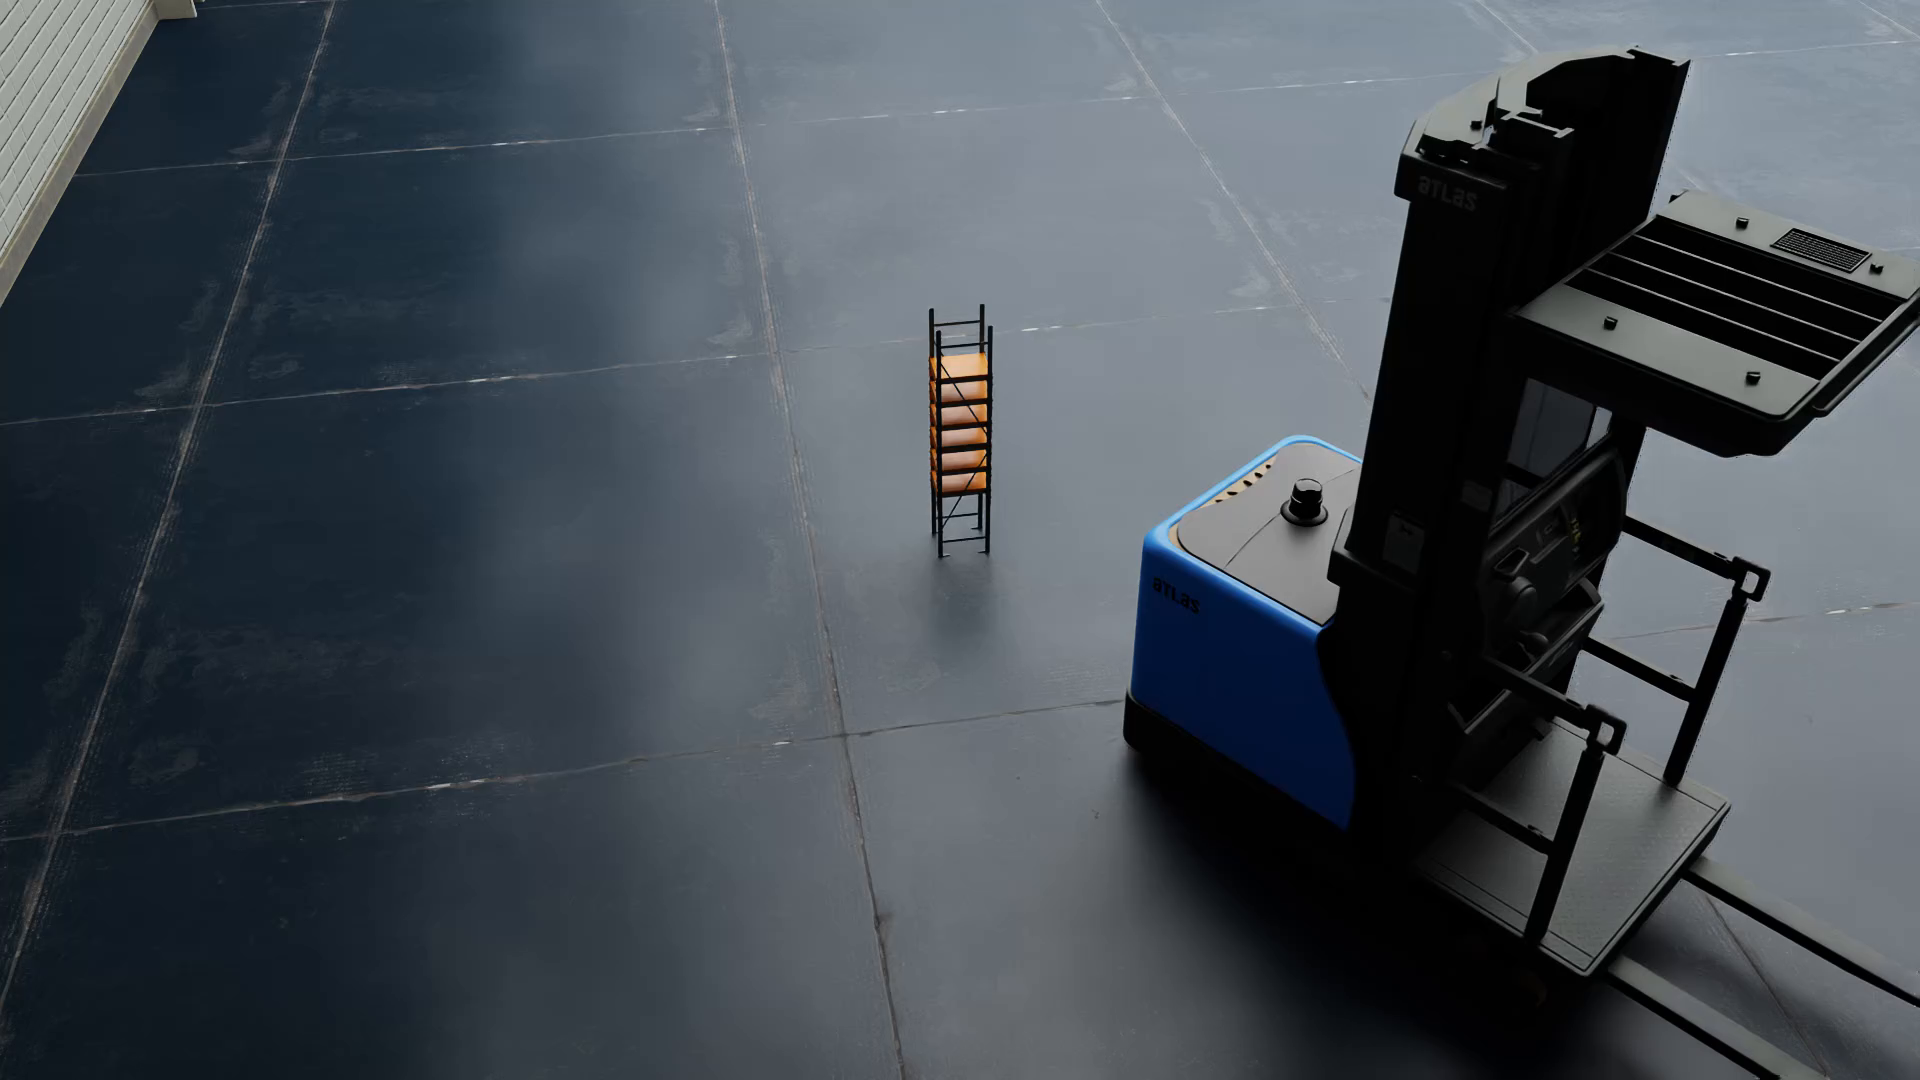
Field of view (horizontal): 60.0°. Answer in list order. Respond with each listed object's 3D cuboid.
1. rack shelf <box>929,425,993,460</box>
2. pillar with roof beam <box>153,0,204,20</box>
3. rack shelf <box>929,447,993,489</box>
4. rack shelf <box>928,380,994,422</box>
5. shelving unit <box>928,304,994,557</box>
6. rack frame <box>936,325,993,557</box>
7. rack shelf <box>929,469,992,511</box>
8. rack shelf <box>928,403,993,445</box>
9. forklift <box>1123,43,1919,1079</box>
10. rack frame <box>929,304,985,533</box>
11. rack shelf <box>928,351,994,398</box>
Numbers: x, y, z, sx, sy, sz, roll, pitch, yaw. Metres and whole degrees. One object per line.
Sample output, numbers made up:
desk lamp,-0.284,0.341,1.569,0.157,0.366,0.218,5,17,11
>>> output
rack shelf,0.003,-0.430,7.398,0.258,0.103,0.180,-6,38,-8
pillar with roof beam,-1.931,-8.212,10.985,9.100,9.000,0.400,-6,38,-8
rack shelf,0.003,-0.335,7.472,0.258,0.103,0.180,-6,38,-8
rack shelf,0.003,-0.620,7.251,0.258,0.103,0.180,-6,38,-8
shelving unit,0.003,-0.465,7.371,0.258,1.200,0.189,-6,38,-8
rack frame,0.019,-0.410,7.300,0.240,1.200,0.006,-6,38,-8
rack shelf,0.003,-0.240,7.545,0.258,0.103,0.180,-6,38,-8
rack shelf,0.003,-0.525,7.324,0.258,0.103,0.180,-6,38,-8
forklift,2.054,0.096,5.238,3.031,2.935,1.130,31,47,34
rack frame,-0.014,-0.520,7.442,0.240,1.200,0.006,-6,38,-8
rack shelf,0.003,-0.714,7.177,0.258,0.103,0.180,-6,38,-8
